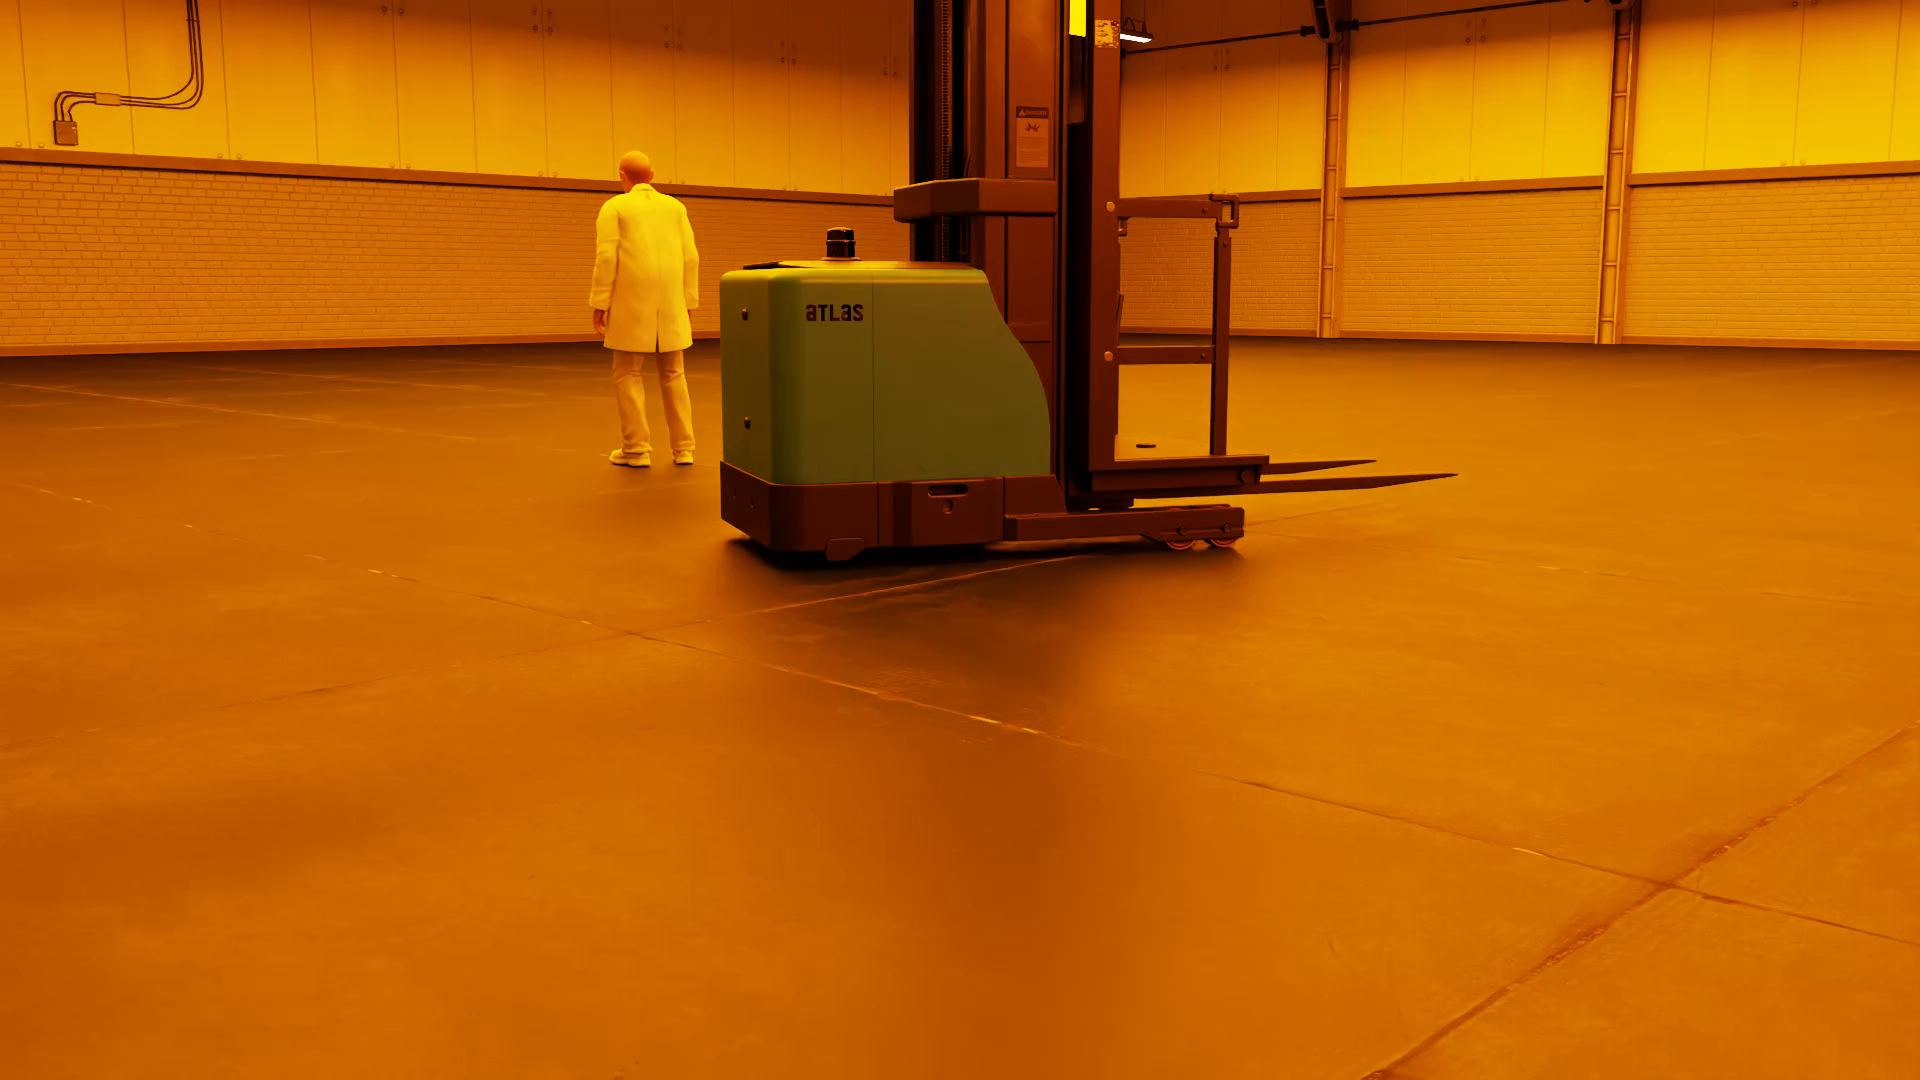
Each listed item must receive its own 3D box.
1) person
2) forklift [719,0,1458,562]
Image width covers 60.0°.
[{"bbox_3d":[-1.799,-1.317,9.505,0.655,1.775,0.427,-5,10,-32],"label":"person"},{"bbox_3d":[0.592,-1.481,6.710,3.031,2.935,1.130,-3,9,-20],"label":"forklift"}]
